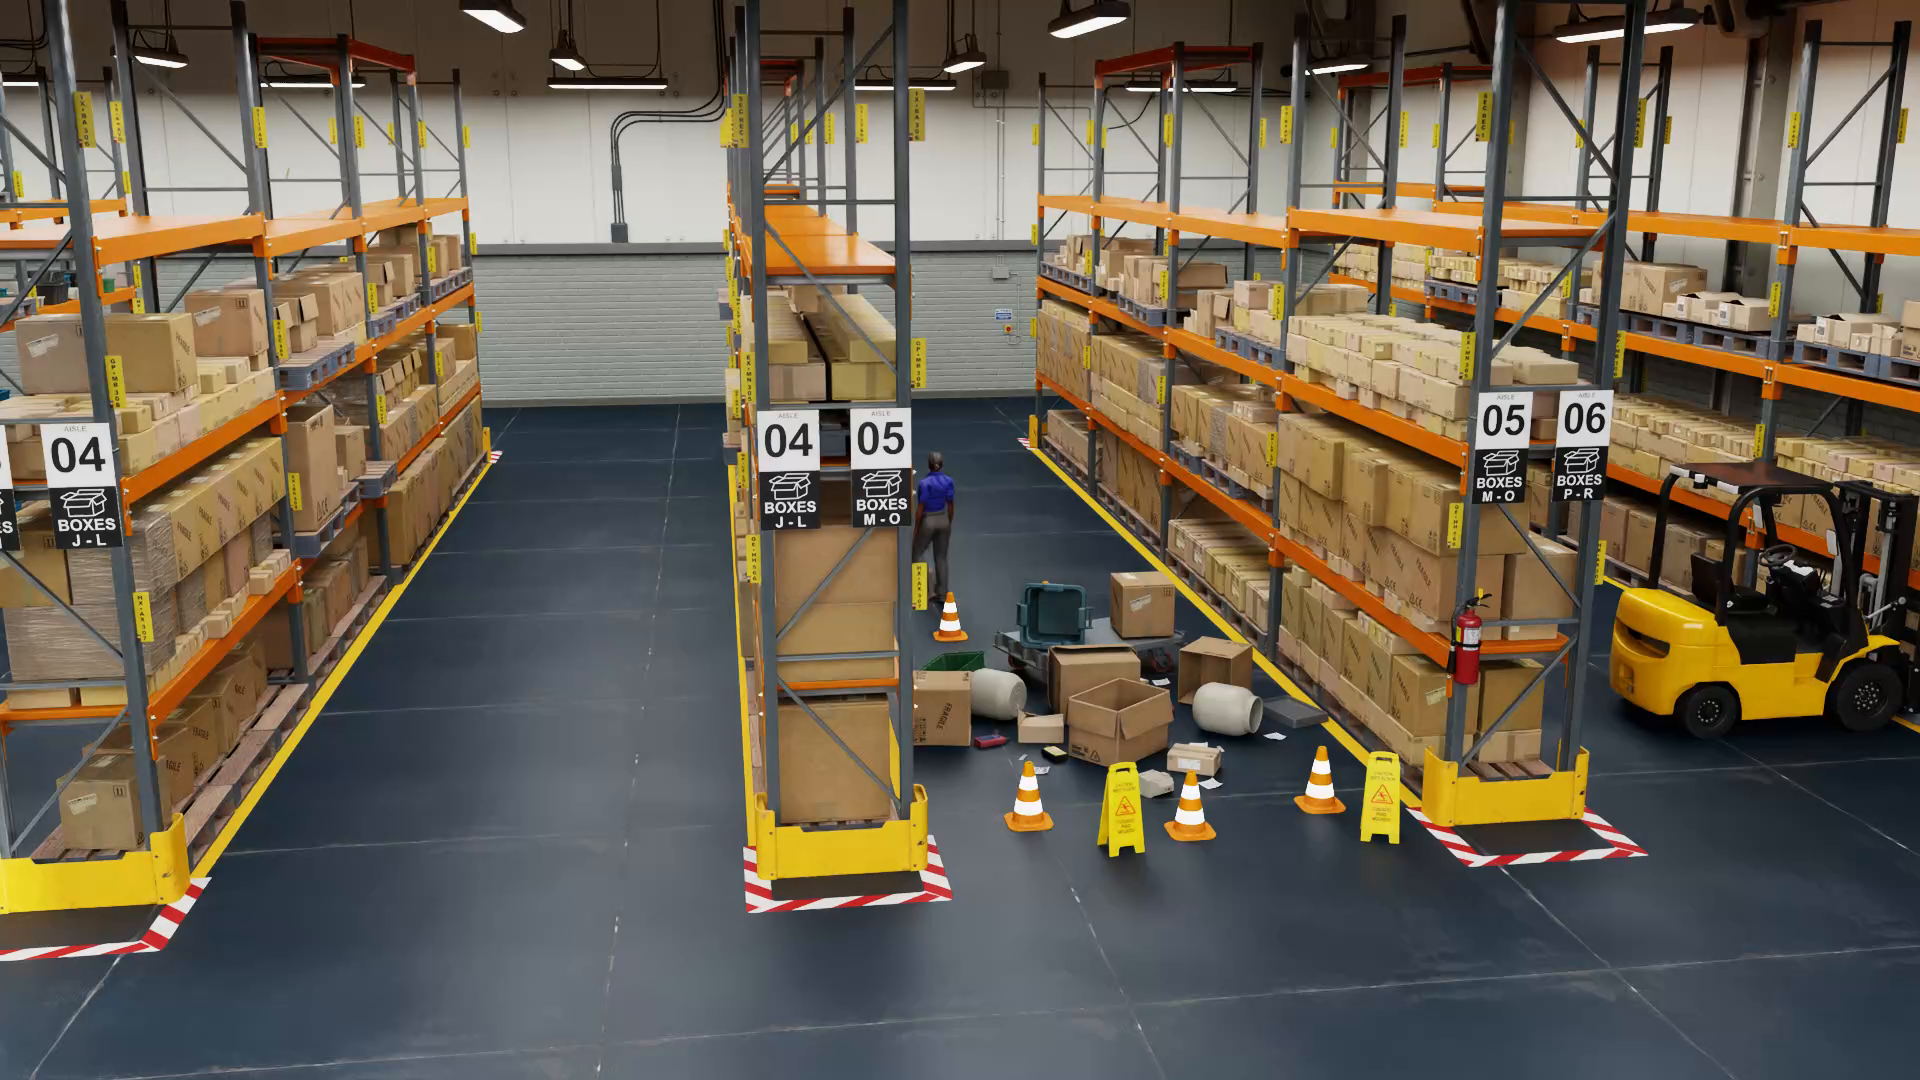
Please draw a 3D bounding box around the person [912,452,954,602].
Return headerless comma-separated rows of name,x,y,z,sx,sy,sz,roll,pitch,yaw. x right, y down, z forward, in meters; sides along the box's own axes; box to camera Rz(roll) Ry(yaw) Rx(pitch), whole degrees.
person,-0.300,-0.137,17.997,0.523,1.659,0.364,-8,16,-31
